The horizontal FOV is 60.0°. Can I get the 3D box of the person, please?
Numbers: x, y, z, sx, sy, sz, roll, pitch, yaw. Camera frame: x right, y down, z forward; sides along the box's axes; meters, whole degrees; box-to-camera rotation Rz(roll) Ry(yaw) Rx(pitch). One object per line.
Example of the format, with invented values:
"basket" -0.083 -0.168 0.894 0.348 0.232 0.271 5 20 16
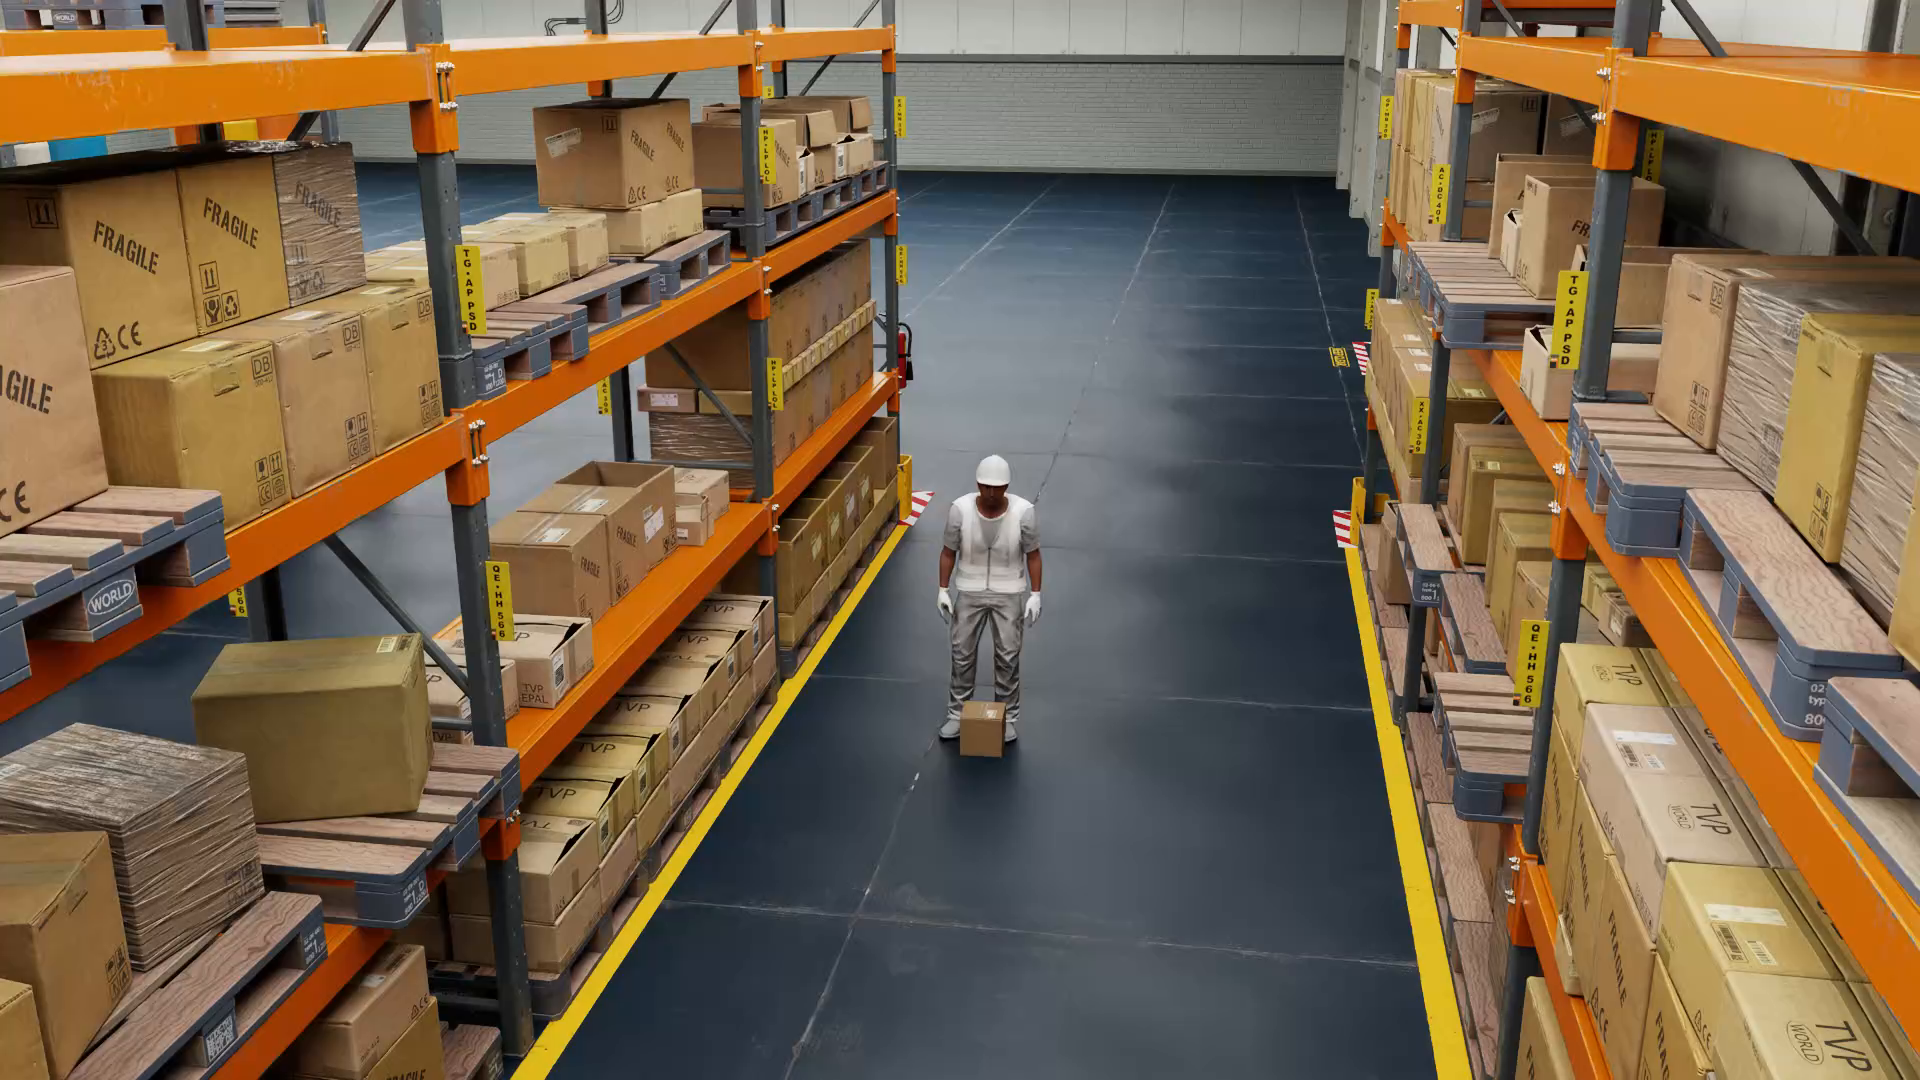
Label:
"person" 0.178 0.341 9.965 0.629 1.775 0.444 2 18 6
